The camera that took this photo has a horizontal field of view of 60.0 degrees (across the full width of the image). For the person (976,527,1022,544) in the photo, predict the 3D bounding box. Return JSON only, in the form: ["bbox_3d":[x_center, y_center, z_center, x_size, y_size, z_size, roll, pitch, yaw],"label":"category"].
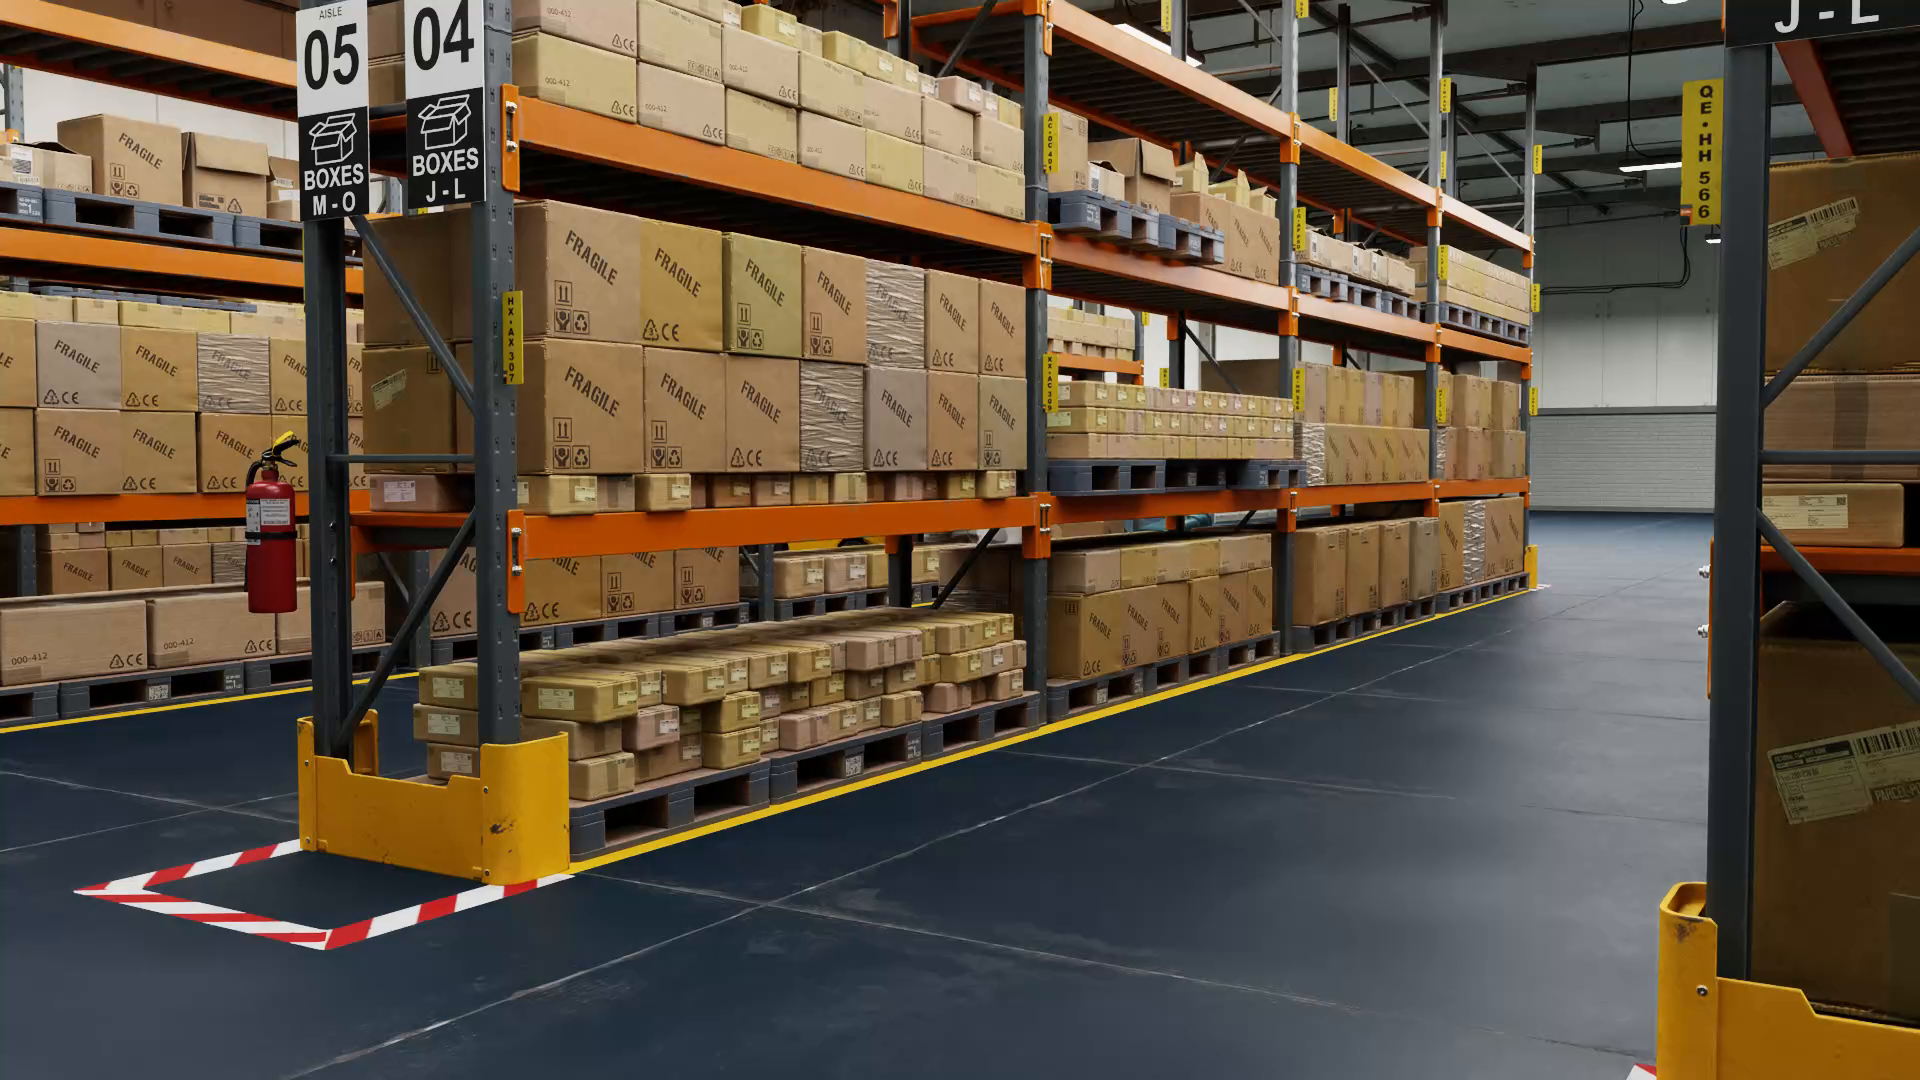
[{"bbox_3d":[0.381,0.008,13.018,0.572,1.761,0.378,2,3,32],"label":"person"}]
